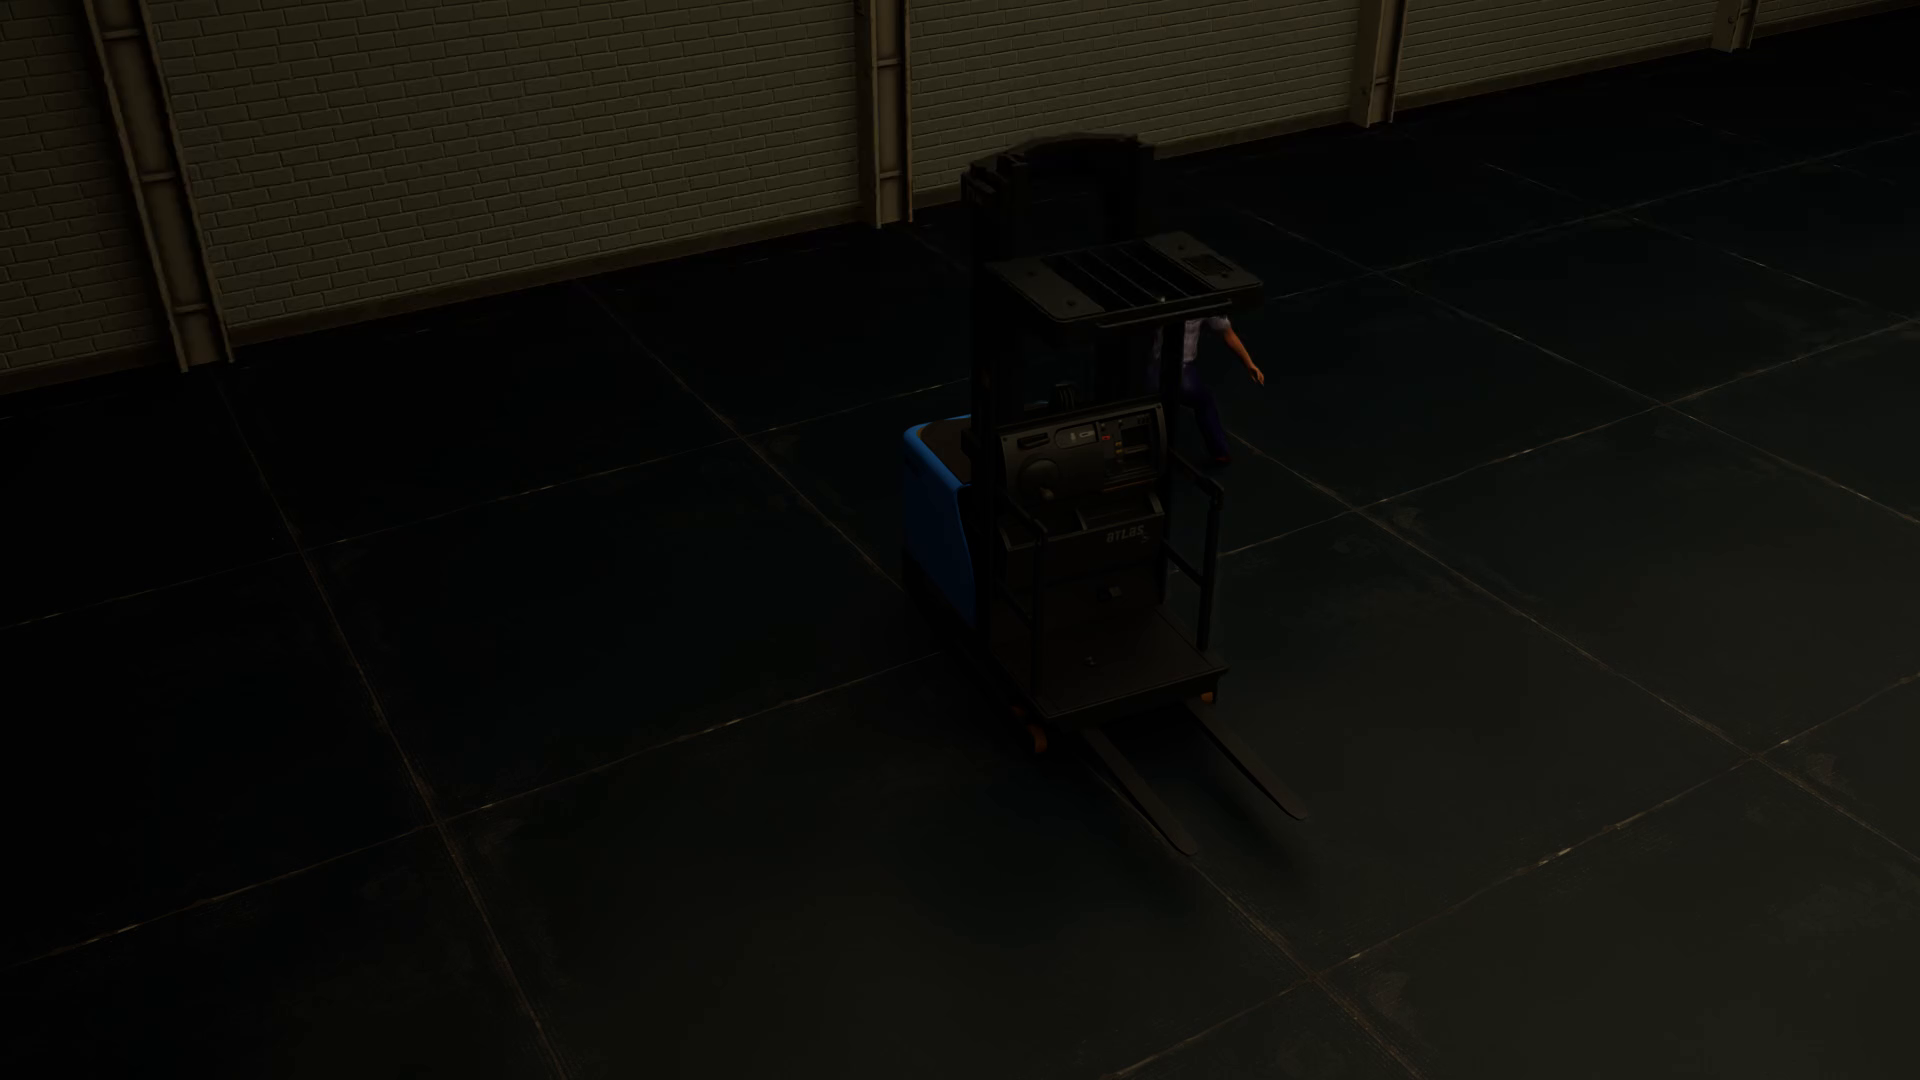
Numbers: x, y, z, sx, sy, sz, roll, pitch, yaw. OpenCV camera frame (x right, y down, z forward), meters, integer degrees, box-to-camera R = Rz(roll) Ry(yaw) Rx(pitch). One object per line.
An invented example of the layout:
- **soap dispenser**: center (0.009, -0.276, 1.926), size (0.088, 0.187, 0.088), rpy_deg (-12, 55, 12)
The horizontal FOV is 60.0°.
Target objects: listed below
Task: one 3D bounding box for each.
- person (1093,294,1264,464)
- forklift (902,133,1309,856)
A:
- **person**: center (1.406, -1.051, 10.905), size (1.087, 1.595, 0.523), rpy_deg (-3, 31, -4)
- **forklift**: center (0.725, -0.394, 8.304), size (1.130, 2.935, 3.031), rpy_deg (-13, 33, -21)
